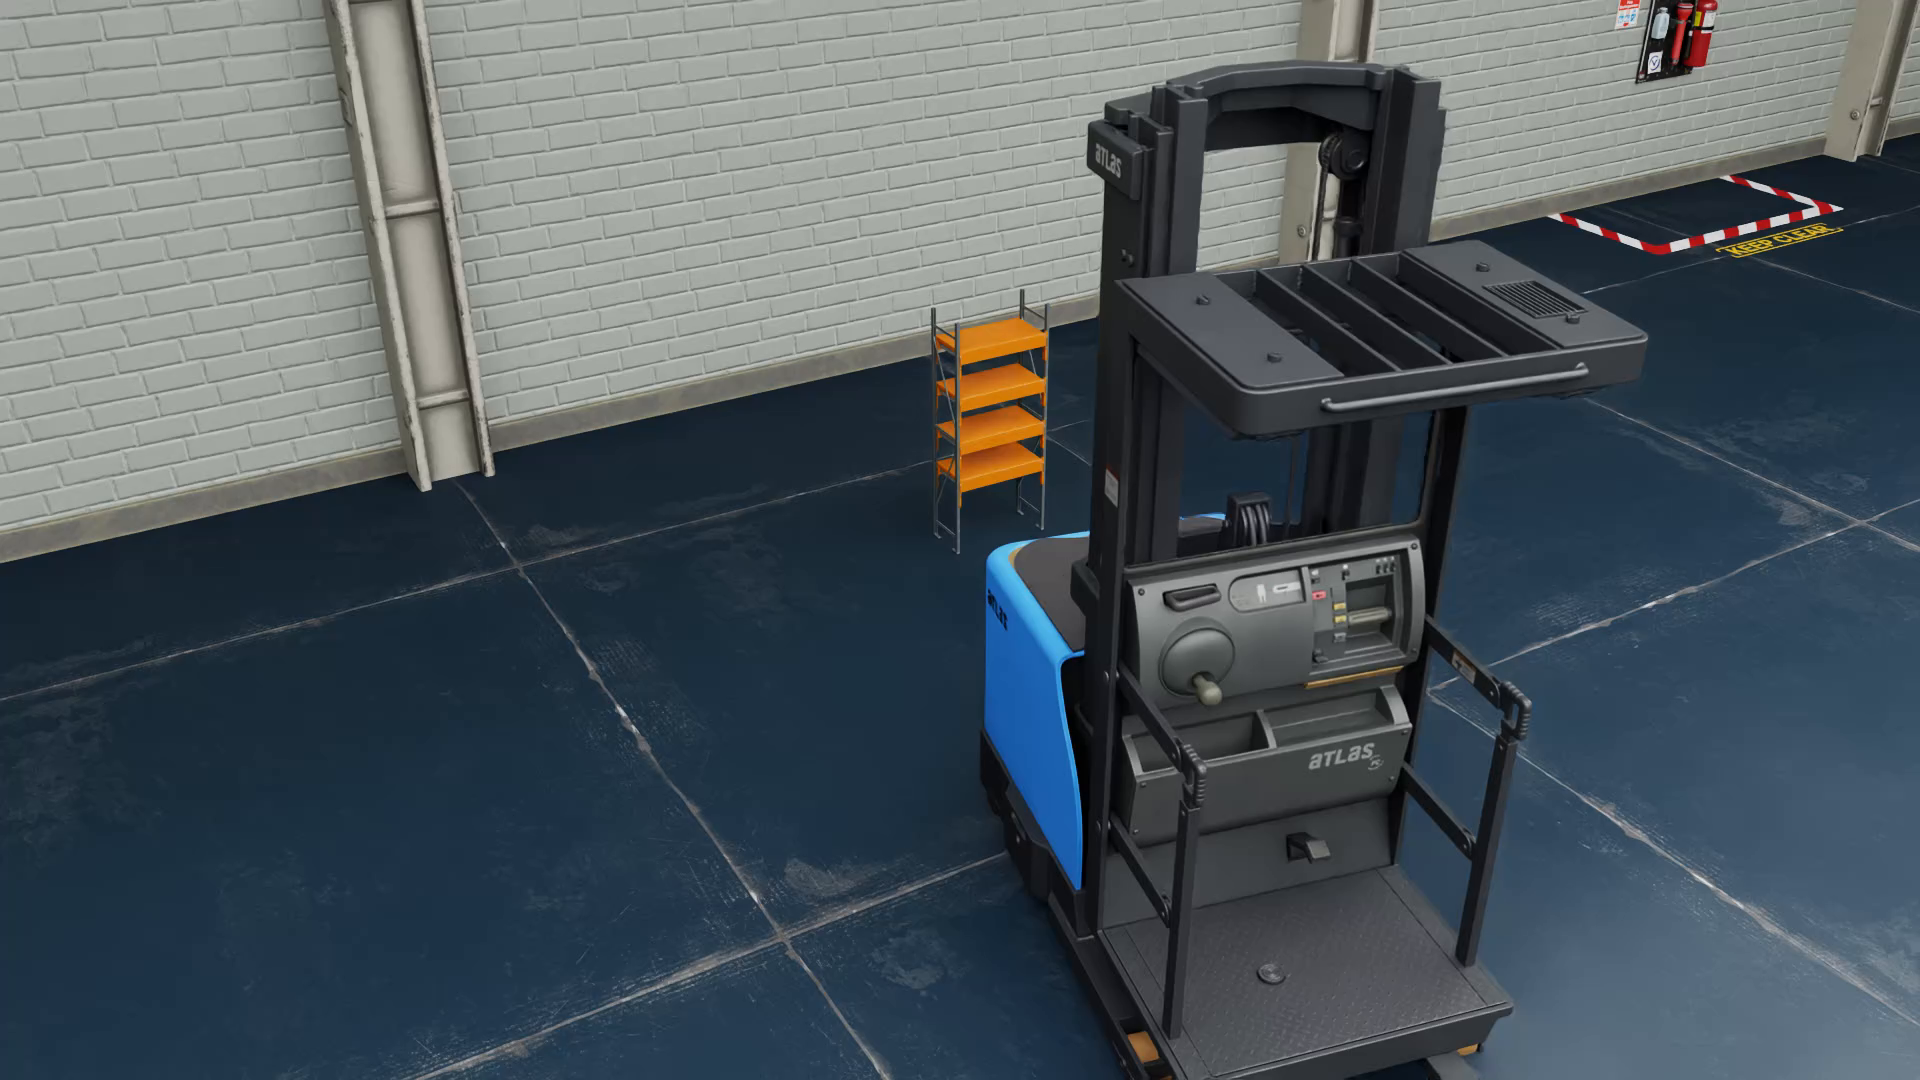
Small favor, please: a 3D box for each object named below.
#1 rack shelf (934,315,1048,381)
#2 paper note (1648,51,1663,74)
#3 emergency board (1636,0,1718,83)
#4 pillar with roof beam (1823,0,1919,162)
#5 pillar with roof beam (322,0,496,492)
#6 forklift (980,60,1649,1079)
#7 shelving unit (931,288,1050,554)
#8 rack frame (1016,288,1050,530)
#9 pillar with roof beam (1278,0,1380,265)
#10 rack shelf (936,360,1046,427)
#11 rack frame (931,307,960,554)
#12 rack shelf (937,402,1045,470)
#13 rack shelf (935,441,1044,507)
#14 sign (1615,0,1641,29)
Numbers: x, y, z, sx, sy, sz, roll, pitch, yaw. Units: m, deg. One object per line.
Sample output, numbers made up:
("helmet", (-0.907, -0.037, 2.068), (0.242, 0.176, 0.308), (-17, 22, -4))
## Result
("rack shelf", (0.143, -0.910, 7.844), (0.480, 0.148, 0.258), (-16, 33, -26))
("paper note", (5.280, -3.626, 12.628), (0.142, 0.148, 0.016), (-16, 33, -26))
("emergency board", (5.468, -4.026, 12.441), (0.643, 1.169, 0.194), (-16, 33, -26))
("pillar with roof beam", (9.799, -5.449, 8.809), (0.400, 9.000, 9.100), (-16, 33, -26))
("pillar with roof beam", (-0.547, -2.511, 3.487), (0.400, 9.000, 9.100), (-16, 33, -26))
("forklift", (1.009, 0.284, 4.702), (1.130, 2.935, 3.031), (-9, 30, -15))
("shelving unit", (0.143, -0.566, 8.034), (0.503, 1.200, 0.258), (-16, 33, -26))
("rack frame", (0.353, -0.626, 8.142), (0.015, 1.200, 0.240), (-16, 33, -26))
("pillar with roof beam", (4.626, -3.980, 6.148), (0.400, 9.000, 9.100), (-16, 33, -26))
("rack shelf", (0.143, -0.703, 7.958), (0.480, 0.148, 0.258), (-16, 33, -26))
("rack frame", (-0.068, -0.506, 7.925), (0.015, 1.200, 0.240), (-16, 33, -26))
("rack shelf", (0.143, -0.507, 8.066), (0.480, 0.148, 0.258), (-16, 33, -26))
("rack shelf", (0.143, -0.333, 8.162), (0.480, 0.148, 0.258), (-16, 33, -26))
("sign", (4.939, -3.950, 12.265), (0.234, 0.329, 0.001), (-16, 33, -26))
